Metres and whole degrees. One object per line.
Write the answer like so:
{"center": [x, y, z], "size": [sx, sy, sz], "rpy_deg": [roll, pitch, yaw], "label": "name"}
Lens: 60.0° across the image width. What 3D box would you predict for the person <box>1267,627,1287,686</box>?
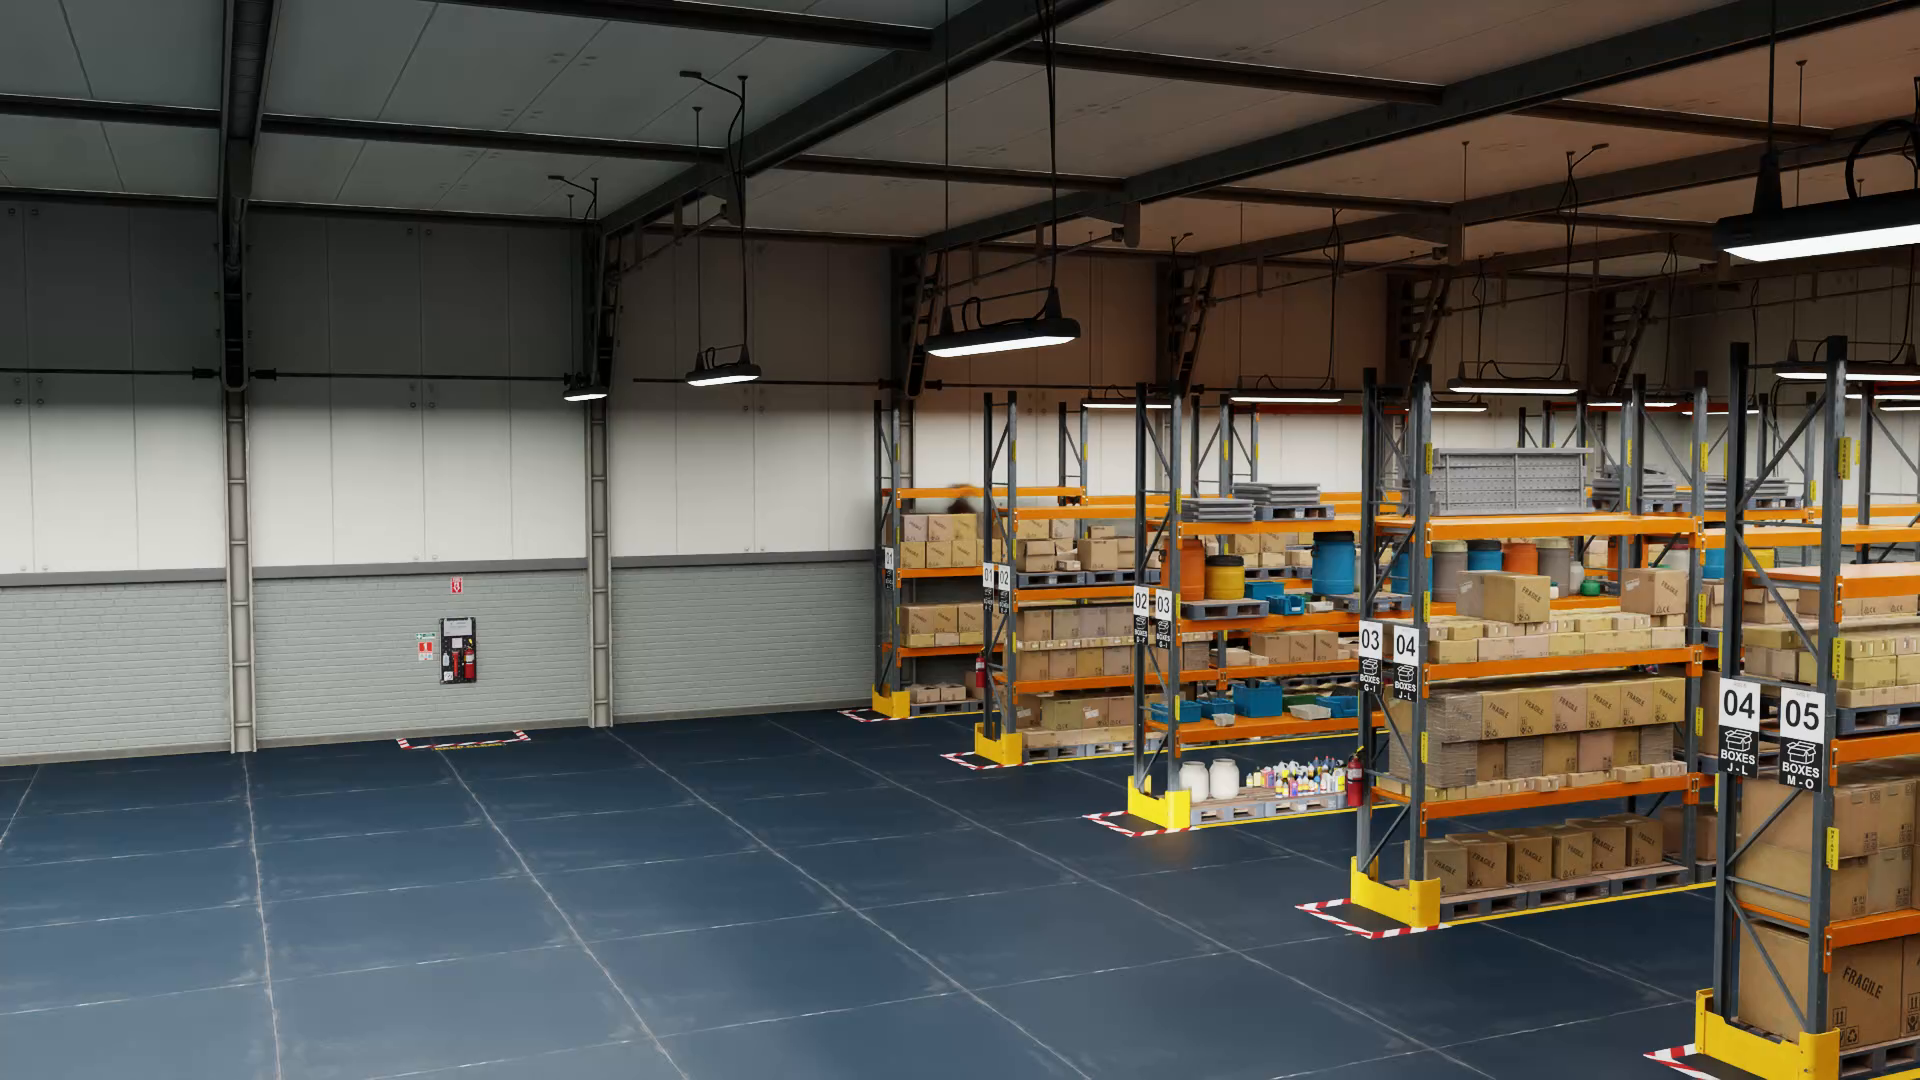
{"center": [5.993, 2.419, 31.948], "size": [1.048, 1.724, 0.654], "rpy_deg": [-2, 4, -27], "label": "person"}
